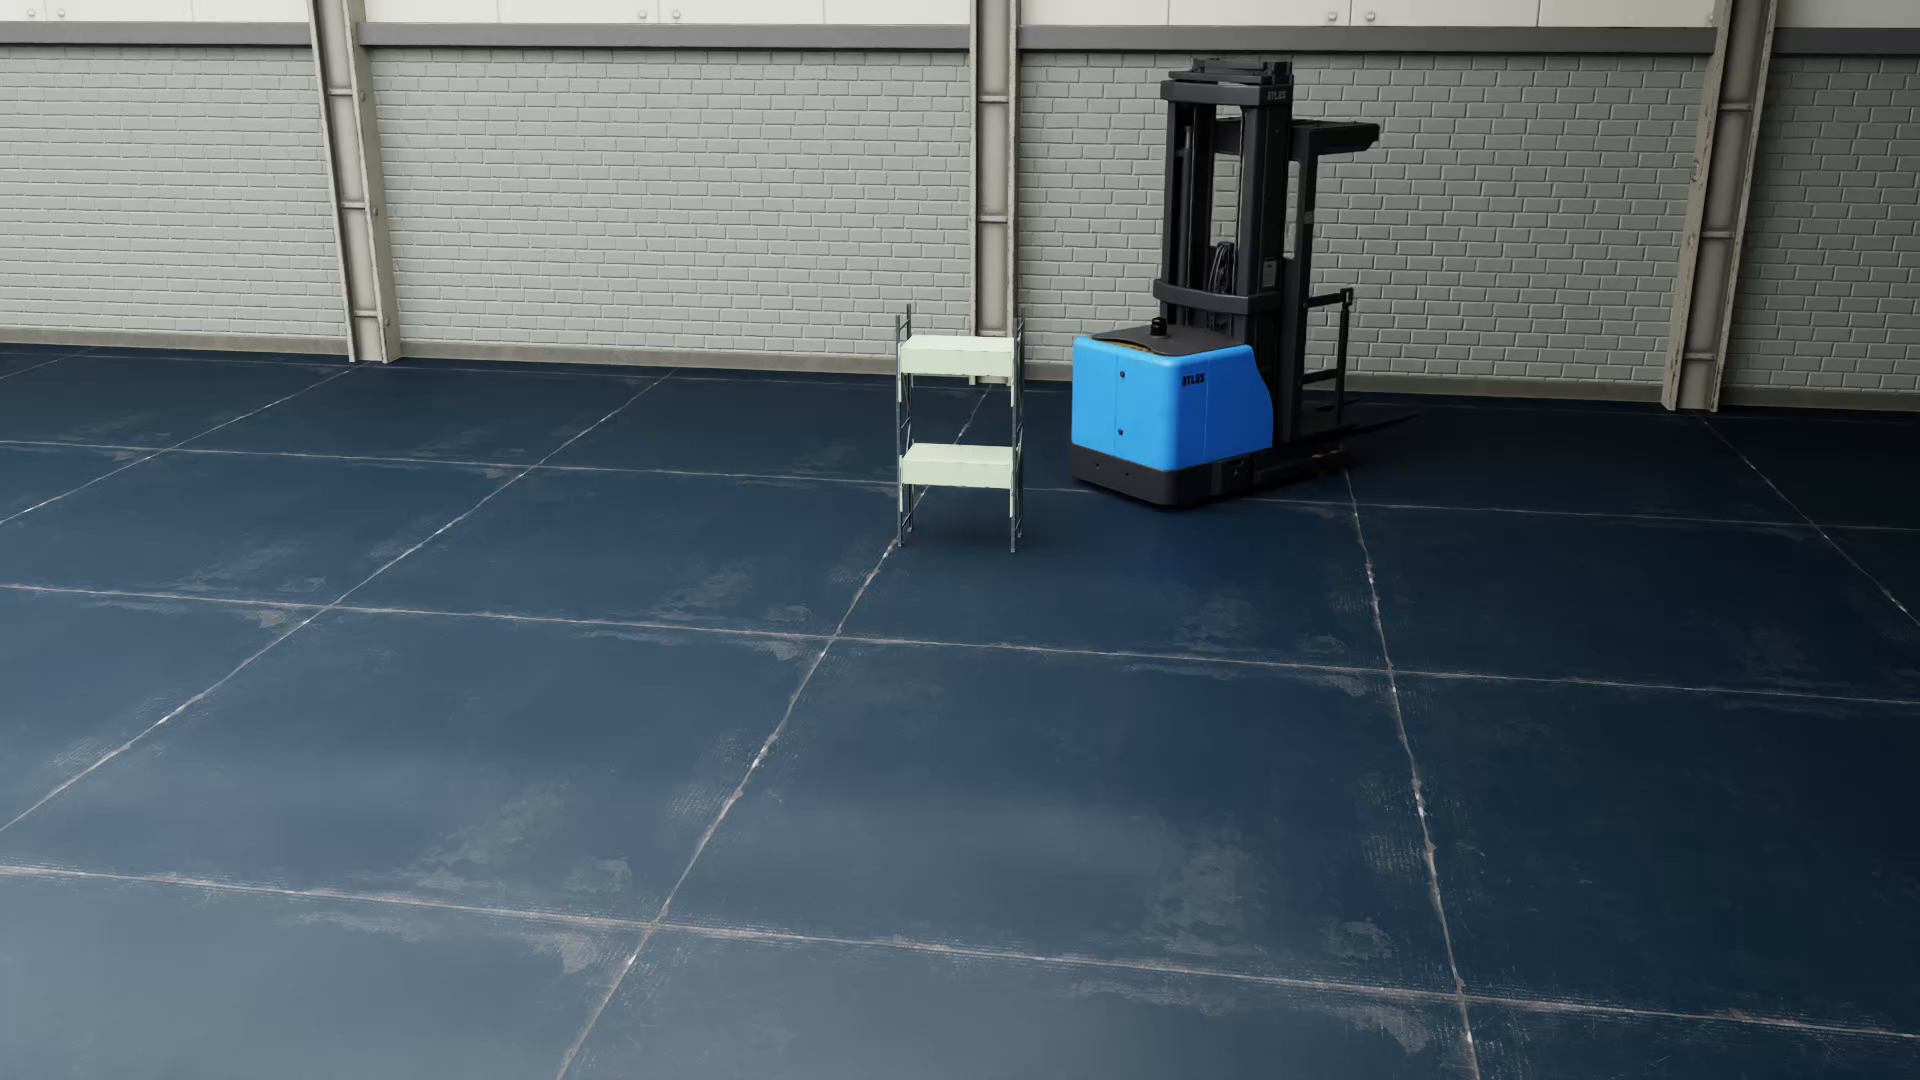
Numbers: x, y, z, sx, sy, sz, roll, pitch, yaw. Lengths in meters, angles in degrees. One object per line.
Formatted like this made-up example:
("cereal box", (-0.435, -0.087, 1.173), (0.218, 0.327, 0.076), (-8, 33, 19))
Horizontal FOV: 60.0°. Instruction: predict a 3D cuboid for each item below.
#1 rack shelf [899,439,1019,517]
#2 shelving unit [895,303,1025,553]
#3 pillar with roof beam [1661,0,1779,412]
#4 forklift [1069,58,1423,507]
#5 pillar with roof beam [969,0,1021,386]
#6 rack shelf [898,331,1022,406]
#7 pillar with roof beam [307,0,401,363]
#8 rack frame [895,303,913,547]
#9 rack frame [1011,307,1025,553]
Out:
("rack shelf", (0.007, -0.402, 10.668), (0.720, 0.370, 0.431), (3, 19, 9))
("shelving unit", (0.007, -0.711, 10.564), (0.755, 1.500, 0.431), (3, 19, 9))
("pillar with roof beam", (5.543, -4.058, 8.751), (0.400, 9.000, 9.100), (3, 19, 9))
("forklift", (2.256, -1.971, 12.075), (3.031, 2.935, 1.130), (-14, 23, -36))
("pillar with roof beam", (-0.381, -4.360, 9.653), (0.400, 9.000, 9.100), (3, 19, 9))
("rack shelf", (0.007, -1.081, 10.440), (0.720, 0.370, 0.431), (3, 19, 9))
("pillar with roof beam", (-6.305, -4.662, 10.556), (0.400, 9.000, 9.100), (3, 19, 9))
("rack frame", (-0.355, -0.729, 10.619), (0.023, 1.500, 0.400), (3, 19, 9))
("rack frame", (0.368, -0.692, 10.509), (0.023, 1.500, 0.400), (3, 19, 9))
